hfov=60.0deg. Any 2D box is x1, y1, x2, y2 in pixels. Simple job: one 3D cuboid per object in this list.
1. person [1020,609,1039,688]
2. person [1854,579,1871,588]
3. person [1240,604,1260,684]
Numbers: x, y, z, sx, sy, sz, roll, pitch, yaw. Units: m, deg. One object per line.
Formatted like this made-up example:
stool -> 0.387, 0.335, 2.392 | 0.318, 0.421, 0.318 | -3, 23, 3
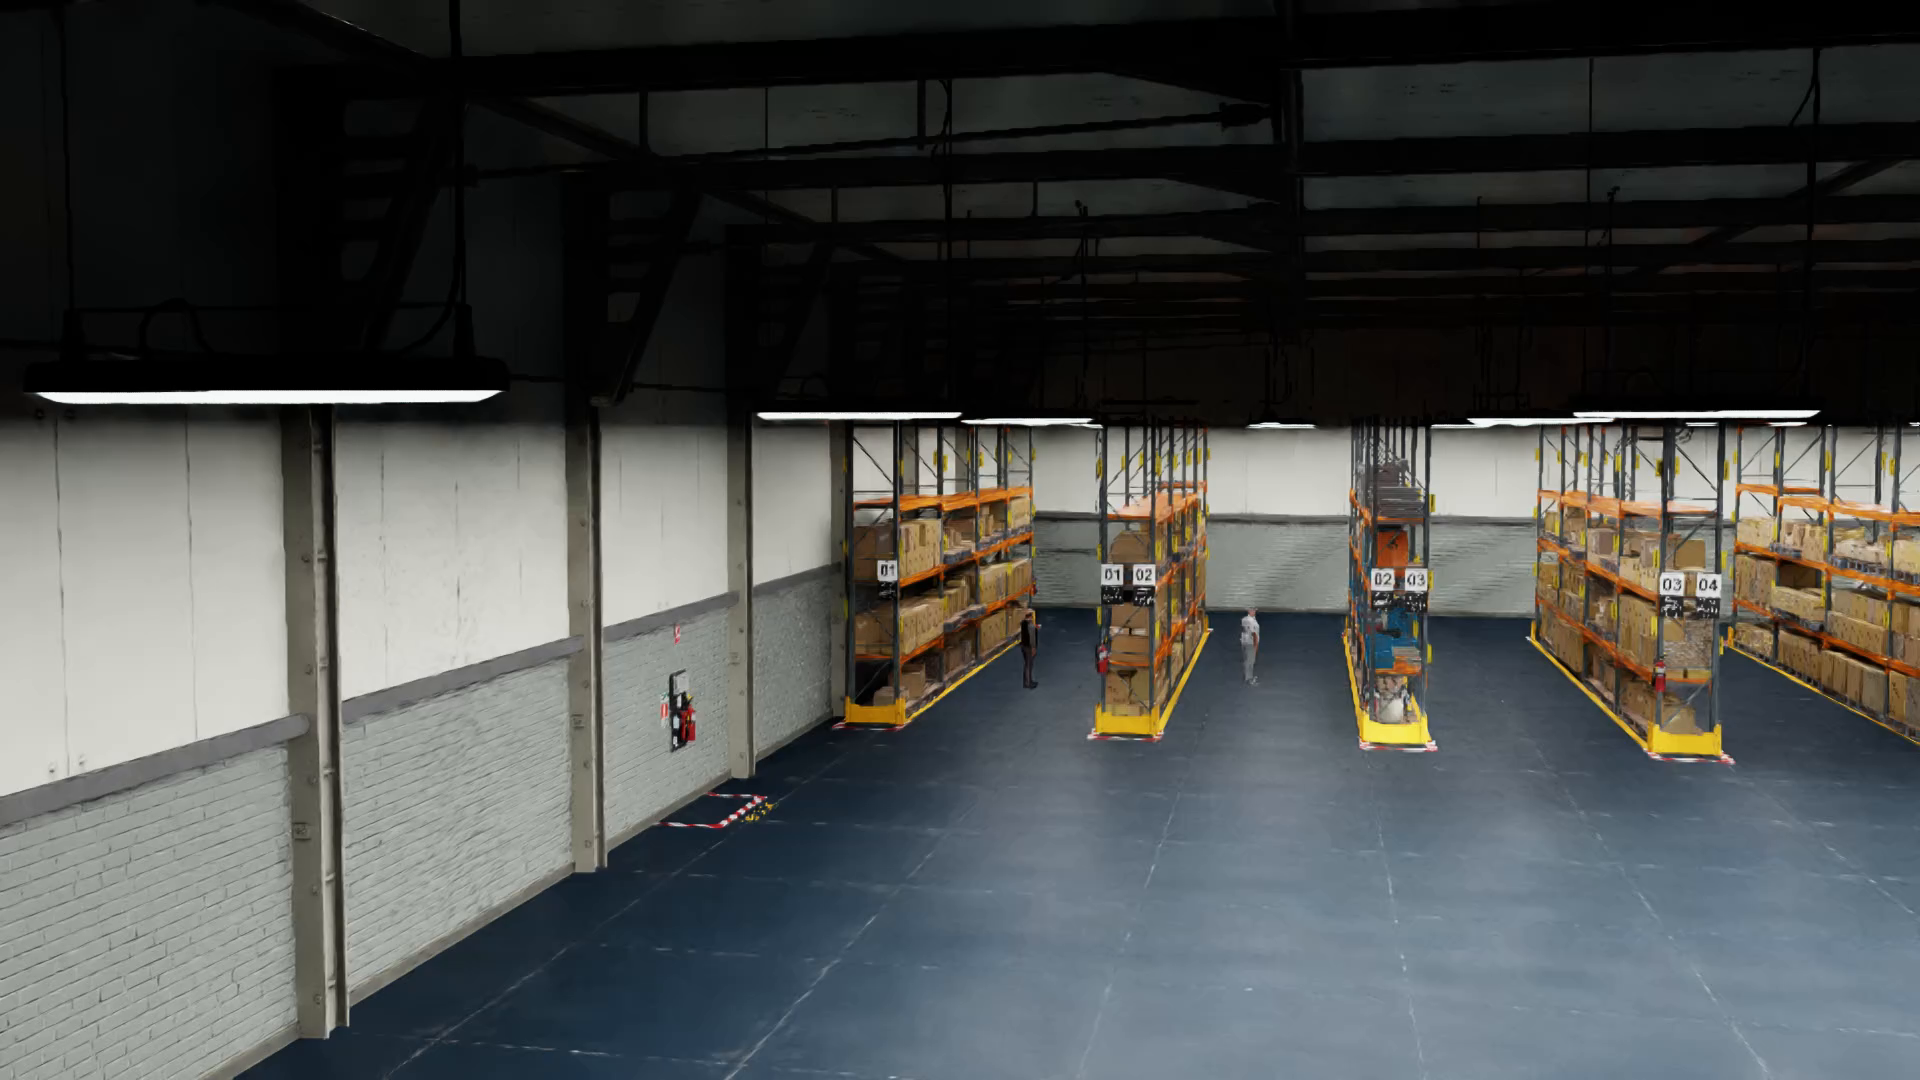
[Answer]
person -> 1.576, 2.387, 36.940 | 0.449, 1.727, 0.584 | -1, 4, -17
person -> 25.757, 1.672, 47.333 | 0.459, 1.779, 0.703 | -2, 4, -22
person -> 6.577, 2.335, 37.452 | 0.492, 1.767, 0.627 | -1, 4, -15
